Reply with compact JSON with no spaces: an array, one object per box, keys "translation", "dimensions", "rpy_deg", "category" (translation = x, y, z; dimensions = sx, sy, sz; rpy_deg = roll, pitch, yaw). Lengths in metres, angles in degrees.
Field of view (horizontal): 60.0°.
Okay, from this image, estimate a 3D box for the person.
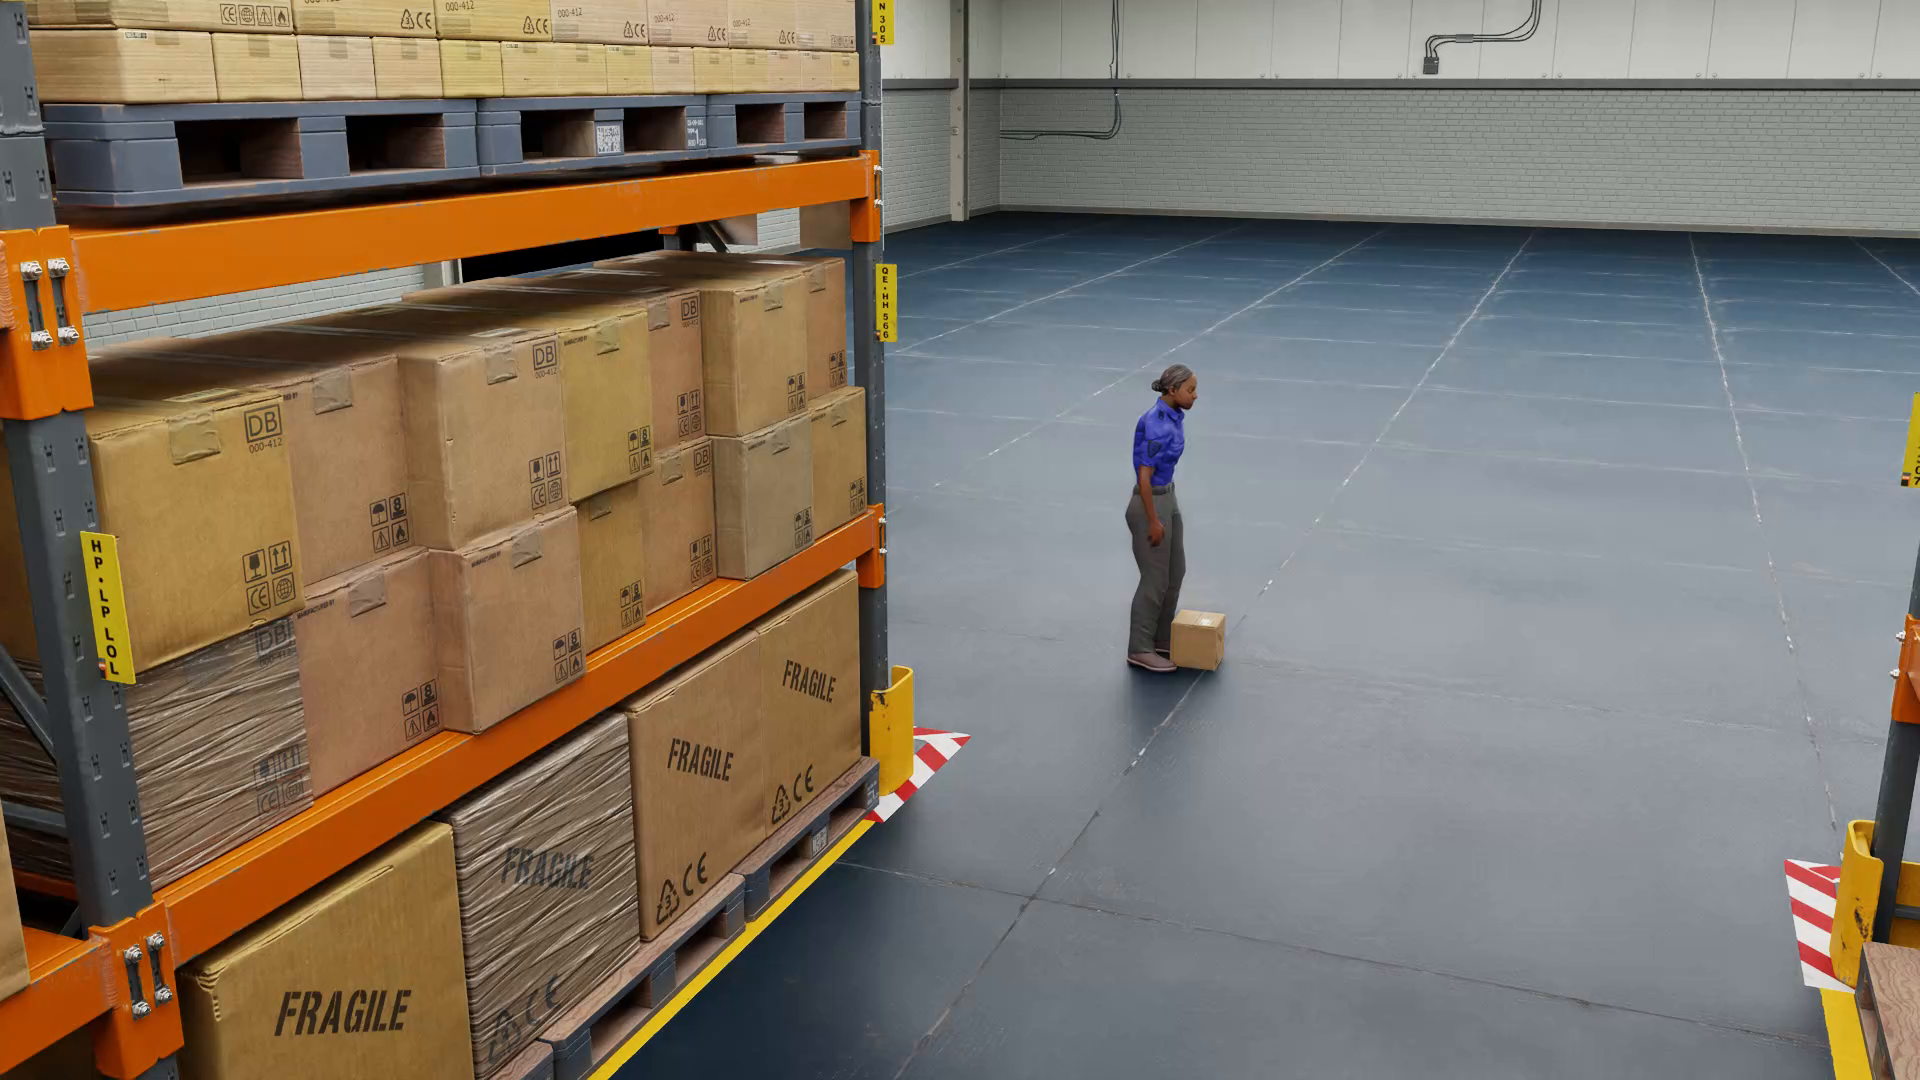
[{"translation":[1.111,-0.143,9.050],"dimensions":[0.392,1.654,0.512],"rpy_deg":[6,17,20],"category":"person"}]
